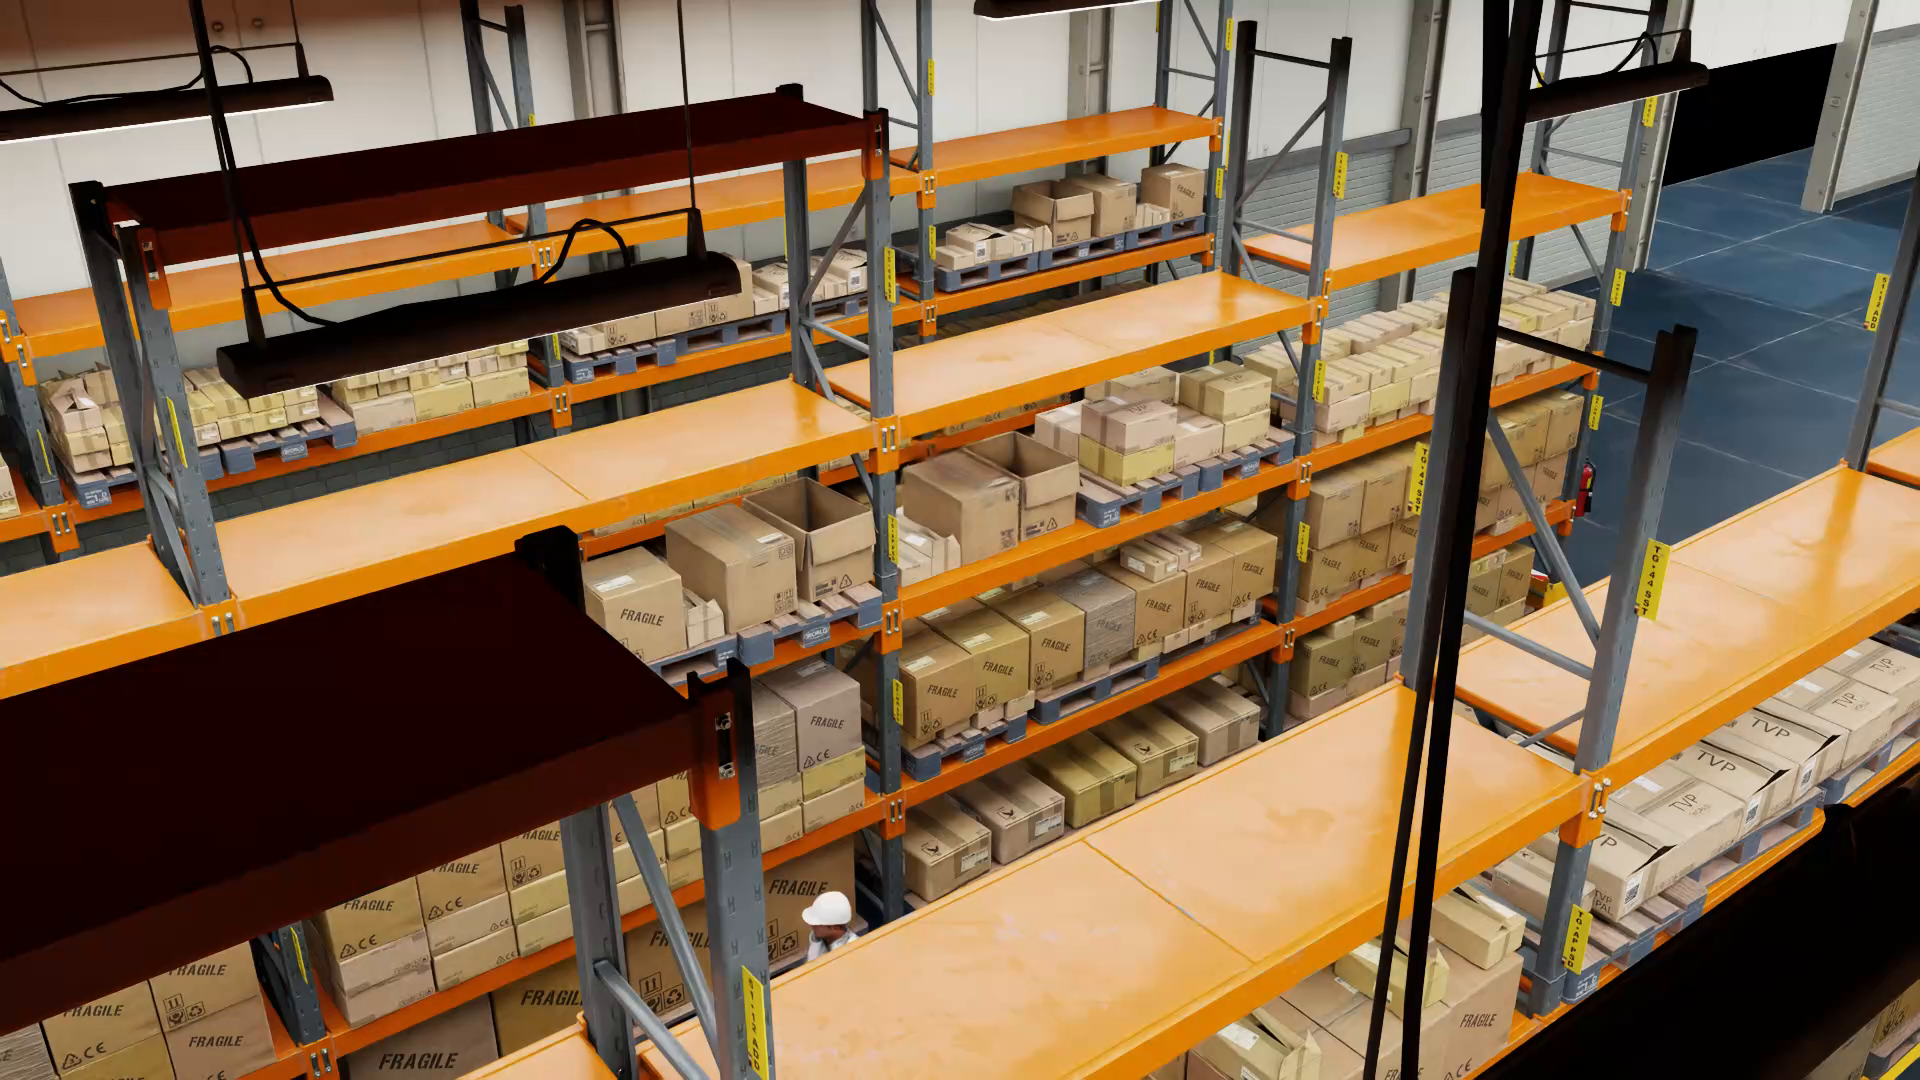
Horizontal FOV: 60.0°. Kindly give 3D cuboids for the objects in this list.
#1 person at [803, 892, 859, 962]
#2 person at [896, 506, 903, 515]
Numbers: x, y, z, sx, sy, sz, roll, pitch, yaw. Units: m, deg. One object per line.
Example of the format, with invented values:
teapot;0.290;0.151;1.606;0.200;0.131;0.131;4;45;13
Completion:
person;-0.694;2.918;10.129;0.464;1.771;0.638;-21;33;-36
person;-0.465;0.508;15.128;0.602;1.810;0.573;-24;35;-39
